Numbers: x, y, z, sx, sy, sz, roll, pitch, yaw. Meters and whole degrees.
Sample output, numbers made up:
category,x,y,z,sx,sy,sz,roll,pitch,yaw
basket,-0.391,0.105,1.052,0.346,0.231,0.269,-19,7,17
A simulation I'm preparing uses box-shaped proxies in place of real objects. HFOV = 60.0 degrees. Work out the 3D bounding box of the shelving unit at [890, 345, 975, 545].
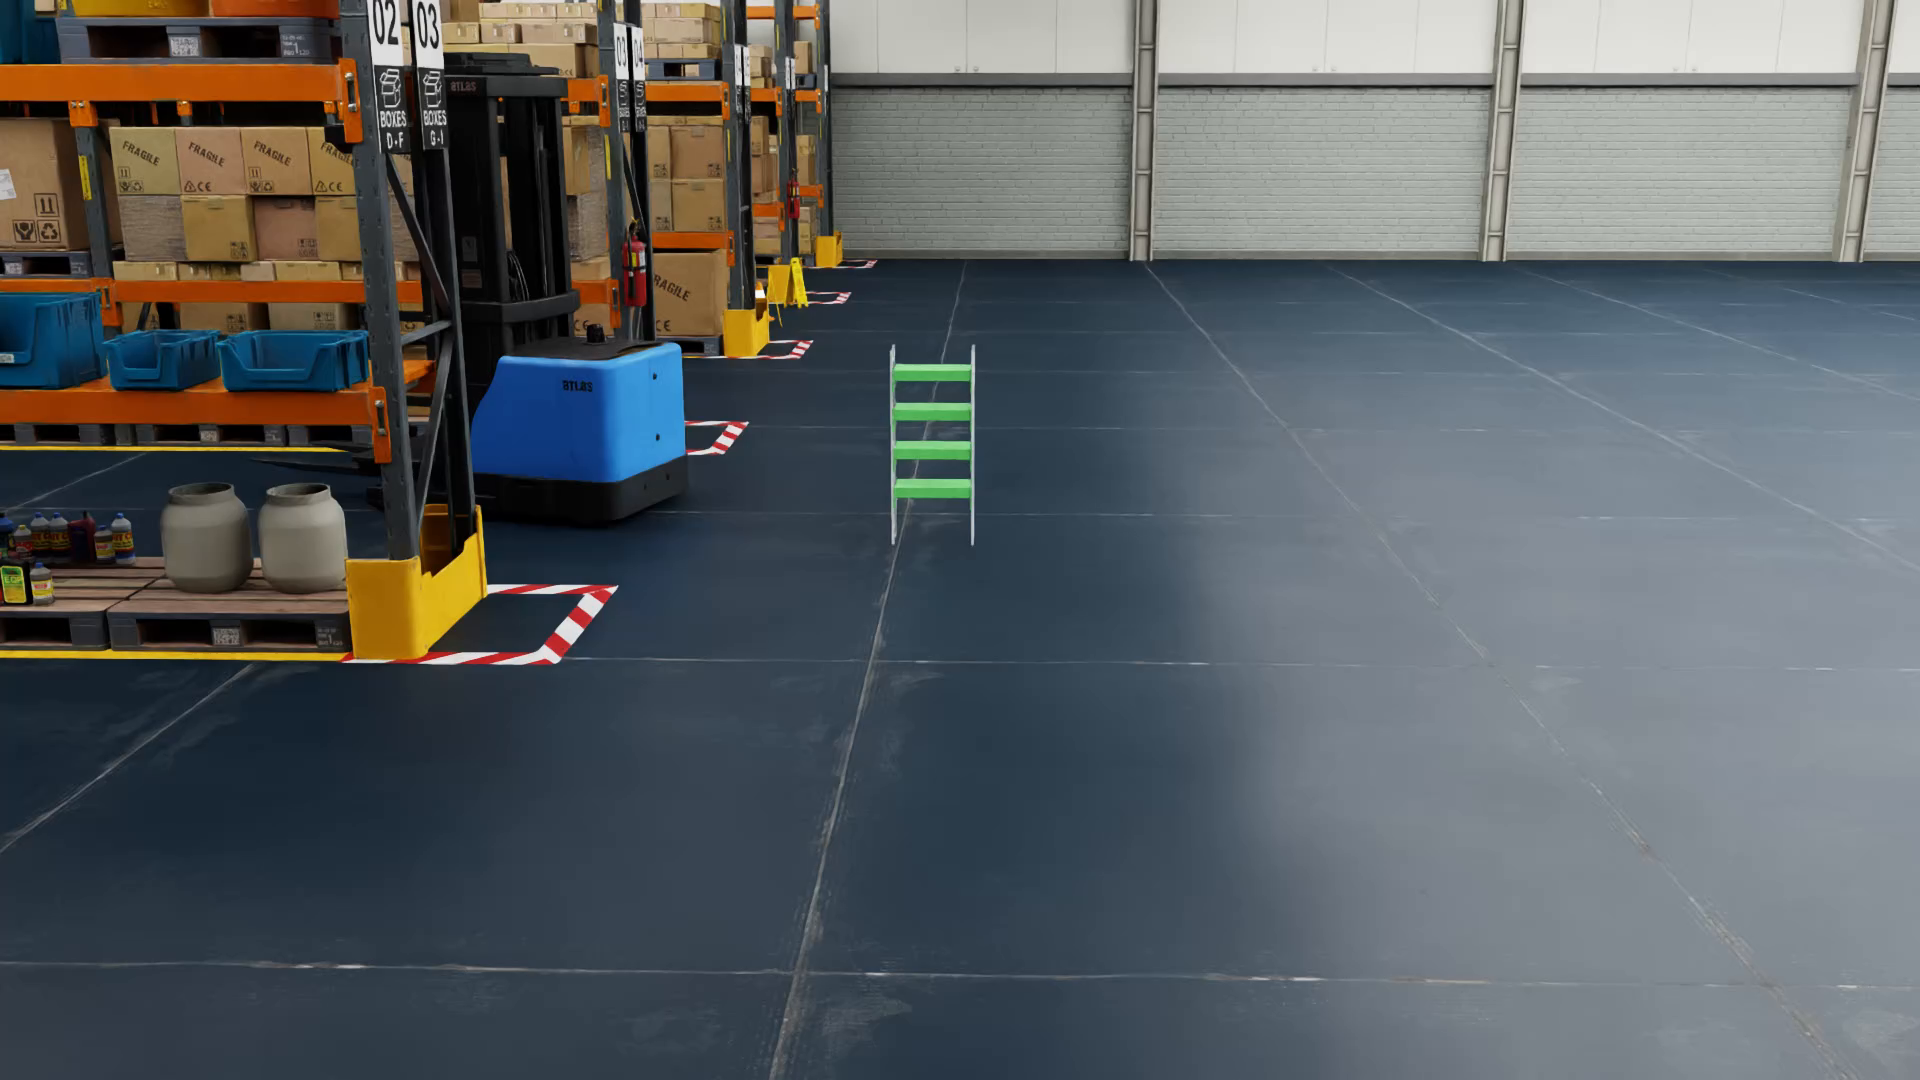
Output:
category,x,y,z,sx,sy,sz,roll,pitch,yaw
shelving unit,-0.165,-0.581,10.191,0.503,1.200,0.258,0,15,1

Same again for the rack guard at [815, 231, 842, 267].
category,x,y,z,sx,sy,sz,roll,pitch,yaw
rack guard,-2.192,-4.873,27.829,0.348,0.500,1.175,0,15,1

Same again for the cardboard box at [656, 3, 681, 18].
category,x,y,z,sx,sy,sz,roll,pitch,yaw
cardboard box,-2.960,-5.436,17.094,0.250,0.149,0.380,0,15,2

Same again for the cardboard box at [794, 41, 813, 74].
category,x,y,z,sx,sy,sz,roll,pitch,yaw
cardboard box,-2.665,-7.772,26.824,0.500,0.500,0.500,1,15,3

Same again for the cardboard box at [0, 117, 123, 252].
category,x,y,z,sx,sy,sz,roll,pitch,yaw
cardboard box,-7.382,-2.848,13.257,1.000,1.000,1.000,0,15,2

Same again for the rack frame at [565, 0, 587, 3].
category,x,y,z,sx,sy,sz,roll,pitch,yaw
rack frame,-6.215,-9.008,26.844,0.127,3.000,1.000,0,15,1

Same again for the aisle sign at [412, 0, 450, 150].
category,x,y,z,sx,sy,sz,roll,pitch,yaw
aisle sign,-2.640,-2.356,8.296,0.004,0.787,0.394,0,15,1

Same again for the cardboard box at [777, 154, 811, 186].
category,x,y,z,sx,sy,sz,roll,pitch,yaw
cardboard box,-2.715,-6.066,27.256,0.500,0.500,0.500,0,15,0

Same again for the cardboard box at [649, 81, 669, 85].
category,x,y,z,sx,sy,sz,roll,pitch,yaw
cardboard box,-3.983,-6.091,22.159,0.250,0.149,0.380,0,15,0

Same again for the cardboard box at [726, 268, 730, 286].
category,x,y,z,sx,sy,sz,roll,pitch,yaw
cardboard box,-3.178,-3.626,22.770,0.500,0.250,0.500,0,15,1

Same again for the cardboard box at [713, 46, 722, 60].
category,x,y,z,sx,sy,sz,roll,pitch,yaw
cardboard box,-2.699,-5.217,17.827,0.250,0.149,0.380,0,15,2

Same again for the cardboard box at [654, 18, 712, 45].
category,x,y,z,sx,sy,sz,roll,pitch,yaw
cardboard box,-2.861,-5.258,17.199,0.500,0.250,0.500,1,15,2

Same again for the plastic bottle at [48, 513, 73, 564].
category,x,y,z,sx,sy,sz,roll,pitch,yaw
plastic bottle,-4.866,-0.012,8.992,0.097,0.271,0.097,0,15,0

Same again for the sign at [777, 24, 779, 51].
category,x,y,z,sx,sy,sz,roll,pitch,yaw
sign,-2.374,-6.553,21.681,0.005,0.325,0.100,0,15,1

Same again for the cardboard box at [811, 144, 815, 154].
category,x,y,z,sx,sy,sz,roll,pitch,yaw
cardboard box,-2.549,-6.512,27.674,0.250,0.149,0.380,0,15,0

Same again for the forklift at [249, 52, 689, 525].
category,x,y,z,sx,sy,sz,roll,pitch,yaw
forklift,-3.431,-1.720,11.115,3.031,2.935,1.130,5,16,18

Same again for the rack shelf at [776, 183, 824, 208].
category,x,y,z,sx,sy,sz,roll,pitch,yaw
rack shelf,-4.216,-5.747,27.652,4.000,0.370,1.077,0,15,1

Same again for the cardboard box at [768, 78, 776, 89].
category,x,y,z,sx,sy,sz,roll,pitch,yaw
cardboard box,-2.663,-6.229,22.684,0.250,0.149,0.380,0,15,1

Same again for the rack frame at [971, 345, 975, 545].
category,x,y,z,sx,sy,sz,roll,pitch,yaw
rack frame,0.078,-0.580,10.185,0.015,1.200,0.240,0,15,1

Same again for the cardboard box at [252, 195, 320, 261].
category,x,y,z,sx,sy,sz,roll,pitch,yaw
cardboard box,-5.142,-2.498,13.149,0.500,0.500,0.875,0,15,1

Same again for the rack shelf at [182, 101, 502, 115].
category,x,y,z,sx,sy,sz,roll,pitch,yaw
rack shelf,-8.338,-5.957,22.570,4.000,0.370,1.077,0,15,1

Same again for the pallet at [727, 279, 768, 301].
category,x,y,z,sx,sy,sz,roll,pitch,yaw
pallet,-3.227,-3.482,23.124,1.213,0.211,1.003,0,15,1

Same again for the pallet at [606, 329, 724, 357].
category,x,y,z,sx,sy,sz,roll,pitch,yaw
pallet,-3.166,-2.189,18.225,1.213,0.211,1.003,0,15,1

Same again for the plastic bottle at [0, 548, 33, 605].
category,x,y,z,sx,sy,sz,roll,pitch,yaw
plastic bottle,-4.684,0.179,8.243,0.133,0.283,0.061,1,15,3

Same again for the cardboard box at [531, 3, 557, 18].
category,x,y,z,sx,sy,sz,roll,pitch,yaw
cardboard box,-4.235,-5.444,17.124,0.250,0.149,0.380,0,15,2

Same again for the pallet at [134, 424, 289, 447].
category,x,y,z,sx,sy,sz,roll,pitch,yaw
pallet,-5.919,-0.971,13.605,1.213,0.211,1.003,0,15,1

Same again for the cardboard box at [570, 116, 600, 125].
category,x,y,z,sx,sy,sz,roll,pitch,yaw
cardboard box,-4.893,-5.440,22.340,0.500,0.500,0.700,0,15,0

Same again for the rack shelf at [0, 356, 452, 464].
category,x,y,z,sx,sy,sz,roll,pitch,yaw
rack shelf,-4.718,-0.690,8.487,4.000,0.370,1.077,0,15,1

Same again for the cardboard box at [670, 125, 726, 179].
category,x,y,z,sx,sy,sz,roll,pitch,yaw
cardboard box,-2.735,-4.159,17.815,0.550,0.550,0.875,0,15,1

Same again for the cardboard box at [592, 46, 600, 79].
category,x,y,z,sx,sy,sz,roll,pitch,yaw
cardboard box,-3.068,-3.735,13.032,0.500,0.250,0.500,1,15,3

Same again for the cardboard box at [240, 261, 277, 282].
category,x,y,z,sx,sy,sz,roll,pitch,yaw
cardboard box,-5.385,-2.104,12.927,0.250,0.149,0.380,0,15,1

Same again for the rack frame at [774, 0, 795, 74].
category,x,y,z,sx,sy,sz,roll,pitch,yaw
rack frame,-2.340,-7.716,21.947,0.127,3.000,1.000,0,15,1

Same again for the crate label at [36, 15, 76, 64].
category,x,y,z,sx,sy,sz,roll,pitch,yaw
crate label,-4.582,-2.500,8.348,0.408,0.251,0.502,0,15,1

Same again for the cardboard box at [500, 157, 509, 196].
category,x,y,z,sx,sy,sz,roll,pitch,yaw
cardboard box,-3.649,-2.906,12.737,0.500,0.500,0.500,0,15,1

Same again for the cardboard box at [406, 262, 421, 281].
category,x,y,z,sx,sy,sz,roll,pitch,yaw
cardboard box,-4.133,-2.120,12.988,0.250,0.149,0.380,0,15,1

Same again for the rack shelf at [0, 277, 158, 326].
category,x,y,z,sx,sy,sz,roll,pitch,yaw
rack shelf,-8.591,-1.980,13.373,4.000,0.370,1.077,0,15,1

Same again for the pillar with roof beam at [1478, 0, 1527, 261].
category,x,y,z,sx,sy,sz,roll,pitch,yaw
pillar with roof beam,8.997,-8.041,23.176,0.400,9.000,9.100,0,15,1

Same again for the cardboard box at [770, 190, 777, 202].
category,x,y,z,sx,sy,sz,roll,pitch,yaw
cardboard box,-2.674,-4.749,22.953,0.250,0.149,0.380,0,15,2

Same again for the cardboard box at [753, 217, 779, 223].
category,x,y,z,sx,sy,sz,roll,pitch,yaw
cardboard box,-3.195,-5.364,27.397,0.500,0.250,0.500,1,15,2

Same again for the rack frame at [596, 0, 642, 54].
category,x,y,z,sx,sy,sz,roll,pitch,yaw
rack frame,-2.593,-5.189,12.368,0.127,3.000,1.000,0,15,1

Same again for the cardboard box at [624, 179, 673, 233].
category,x,y,z,sx,sy,sz,roll,pitch,yaw
cardboard box,-3.287,-3.614,17.864,0.550,0.550,0.875,0,15,1

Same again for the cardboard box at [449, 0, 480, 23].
category,x,y,z,sx,sy,sz,roll,pitch,yaw
cardboard box,-4.070,-4.251,12.934,0.500,0.500,0.500,0,15,1

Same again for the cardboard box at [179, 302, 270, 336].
category,x,y,z,sx,sy,sz,roll,pitch,yaw
cardboard box,-7.951,-2.682,18.213,0.750,0.750,1.050,0,15,1

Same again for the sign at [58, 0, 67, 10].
category,x,y,z,sx,sy,sz,roll,pitch,yaw
sign,-6.602,-4.064,12.197,0.005,0.325,0.100,0,15,1

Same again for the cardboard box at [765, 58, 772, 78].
category,x,y,z,sx,sy,sz,roll,pitch,yaw
cardboard box,-2.835,-6.408,22.581,0.500,0.250,0.500,0,15,0

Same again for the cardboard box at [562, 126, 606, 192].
category,x,y,z,sx,sy,sz,roll,pitch,yaw
cardboard box,-3.135,-3.037,13.232,0.500,0.500,0.500,0,15,1

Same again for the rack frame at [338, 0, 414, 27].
category,x,y,z,sx,sy,sz,roll,pitch,yaw
rack frame,-2.719,-3.926,7.581,0.127,3.000,1.000,0,15,1

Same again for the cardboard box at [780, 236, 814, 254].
category,x,y,z,sx,sy,sz,roll,pitch,yaw
cardboard box,-2.694,-4.877,27.514,0.500,0.250,0.500,0,15,2

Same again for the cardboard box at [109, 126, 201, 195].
category,x,y,z,sx,sy,sz,roll,pitch,yaw
cardboard box,-6.148,-2.922,12.797,0.500,0.500,0.500,0,15,1

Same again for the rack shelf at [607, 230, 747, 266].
category,x,y,z,sx,sy,sz,roll,pitch,yaw
rack shelf,-4.364,-3.218,18.066,4.000,0.370,1.077,0,15,1

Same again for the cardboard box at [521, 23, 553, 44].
category,x,y,z,sx,sy,sz,roll,pitch,yaw
cardboard box,-3.135,-3.813,12.544,0.250,0.149,0.380,0,15,0

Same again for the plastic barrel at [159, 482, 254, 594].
category,x,y,z,sx,sy,sz,roll,pitch,yaw
plastic barrel,-3.880,-0.013,8.564,0.421,0.512,0.421,0,15,0
